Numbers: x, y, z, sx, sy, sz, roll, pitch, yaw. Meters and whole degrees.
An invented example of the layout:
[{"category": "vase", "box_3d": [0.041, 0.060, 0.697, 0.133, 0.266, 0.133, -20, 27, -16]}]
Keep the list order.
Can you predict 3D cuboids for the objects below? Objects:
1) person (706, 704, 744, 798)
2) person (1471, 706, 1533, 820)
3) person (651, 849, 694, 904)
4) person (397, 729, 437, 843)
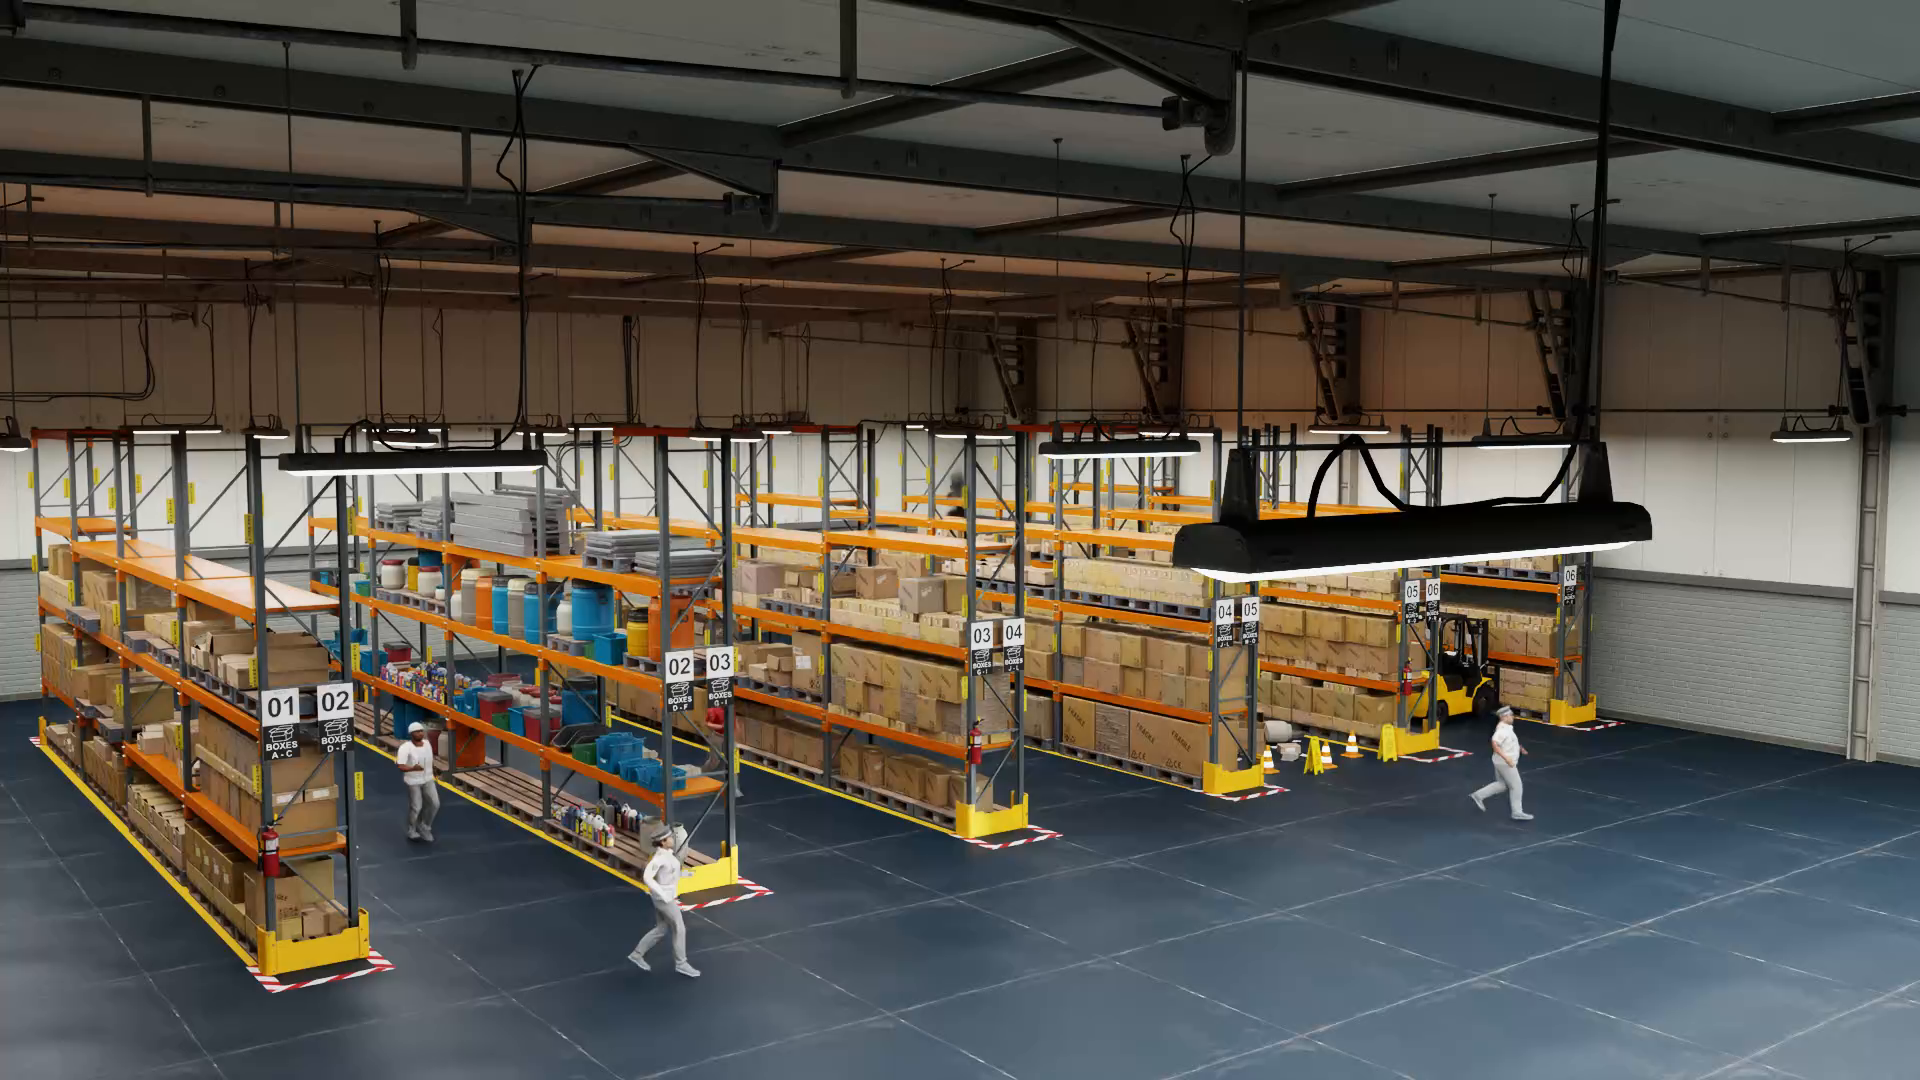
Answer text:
[{"category": "person", "box_3d": [-3.929, 3.322, 27.429, 0.671, 1.769, 0.964, -4, 6, -40]}, {"category": "person", "box_3d": [8.404, 3.425, 25.698, 0.908, 1.748, 0.427, 1, 5, 13]}, {"category": "person", "box_3d": [-3.202, 3.718, 18.500, 0.479, 0.570, 0.436, -1, 5, -9]}, {"category": "person", "box_3d": [-7.867, 3.571, 24.282, 0.657, 1.752, 0.676, 4, 6, 42]}]
